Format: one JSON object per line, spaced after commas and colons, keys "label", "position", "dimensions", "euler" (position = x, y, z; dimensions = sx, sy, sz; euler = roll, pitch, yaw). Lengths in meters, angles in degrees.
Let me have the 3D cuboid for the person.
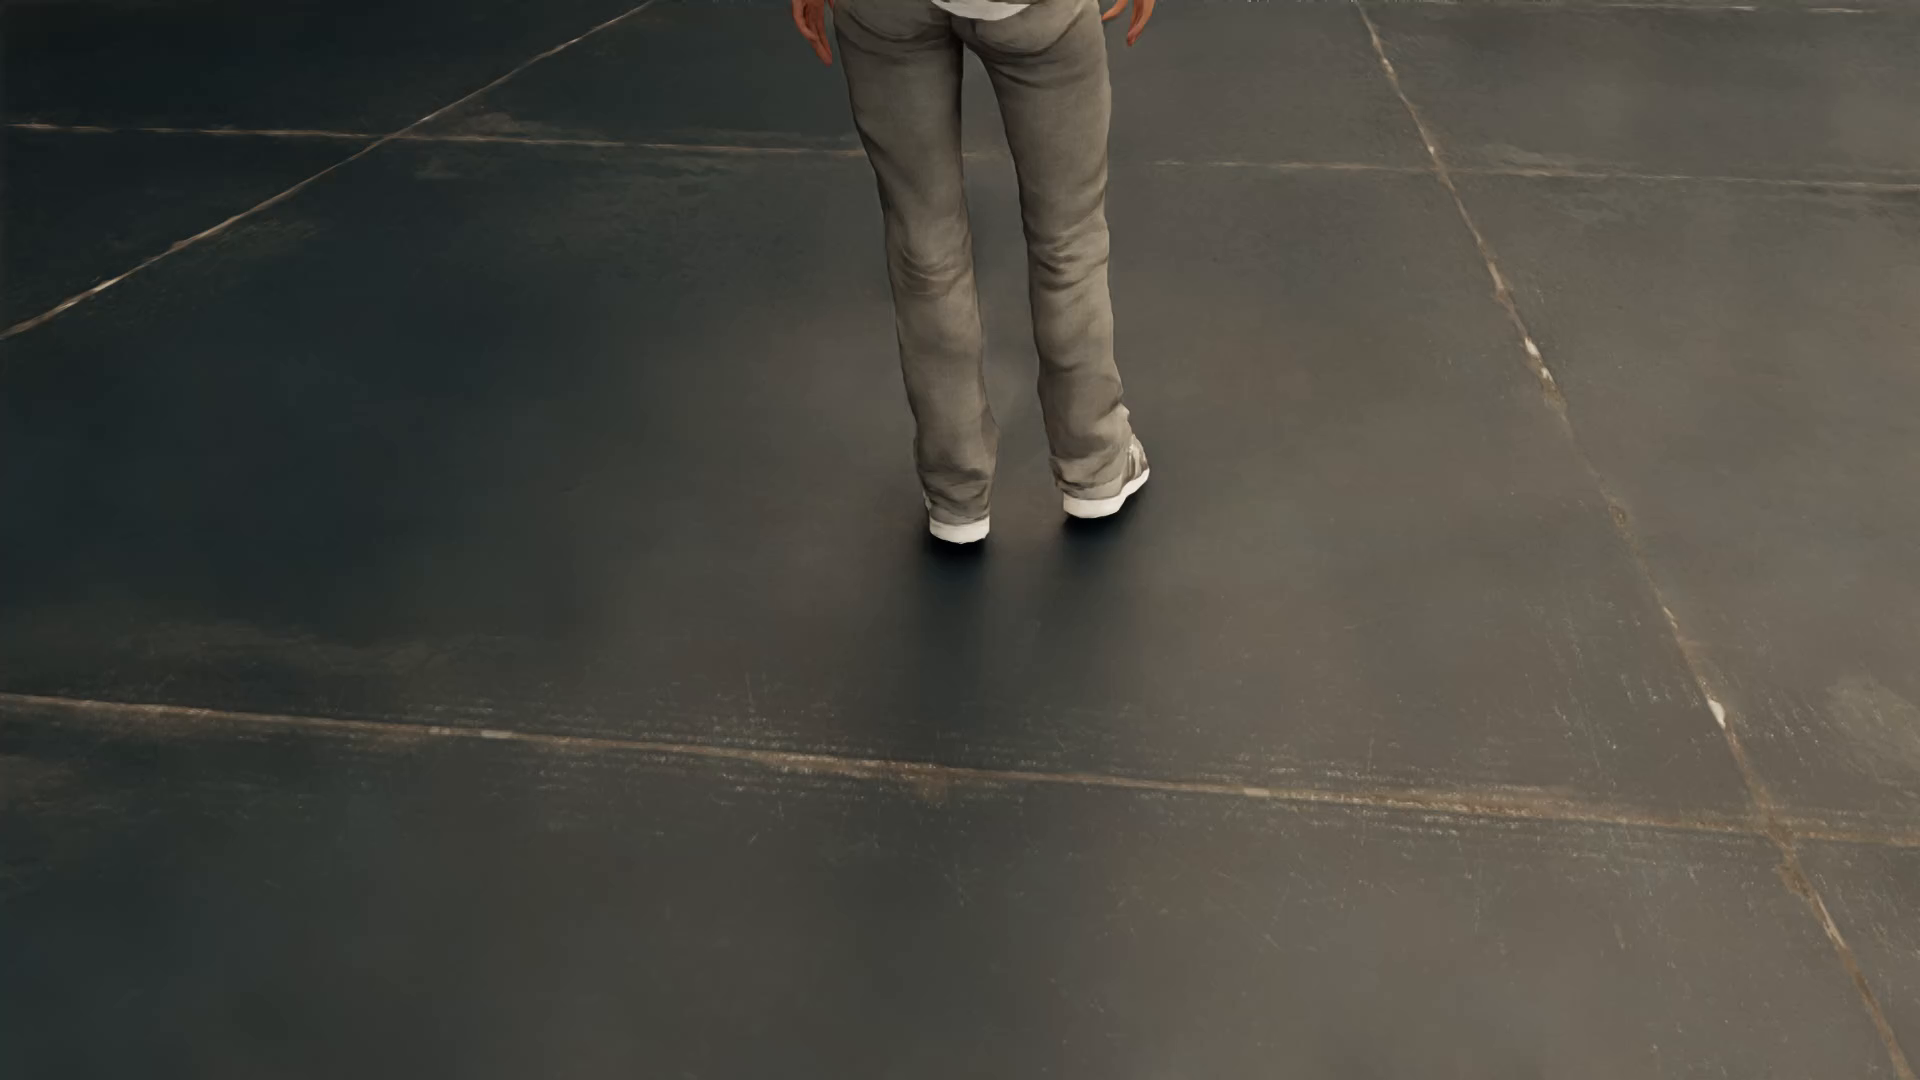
{"label": "person", "position": [0.024, -0.753, 2.205], "dimensions": [0.521, 1.597, 0.474], "euler": [3, 27, 7]}
